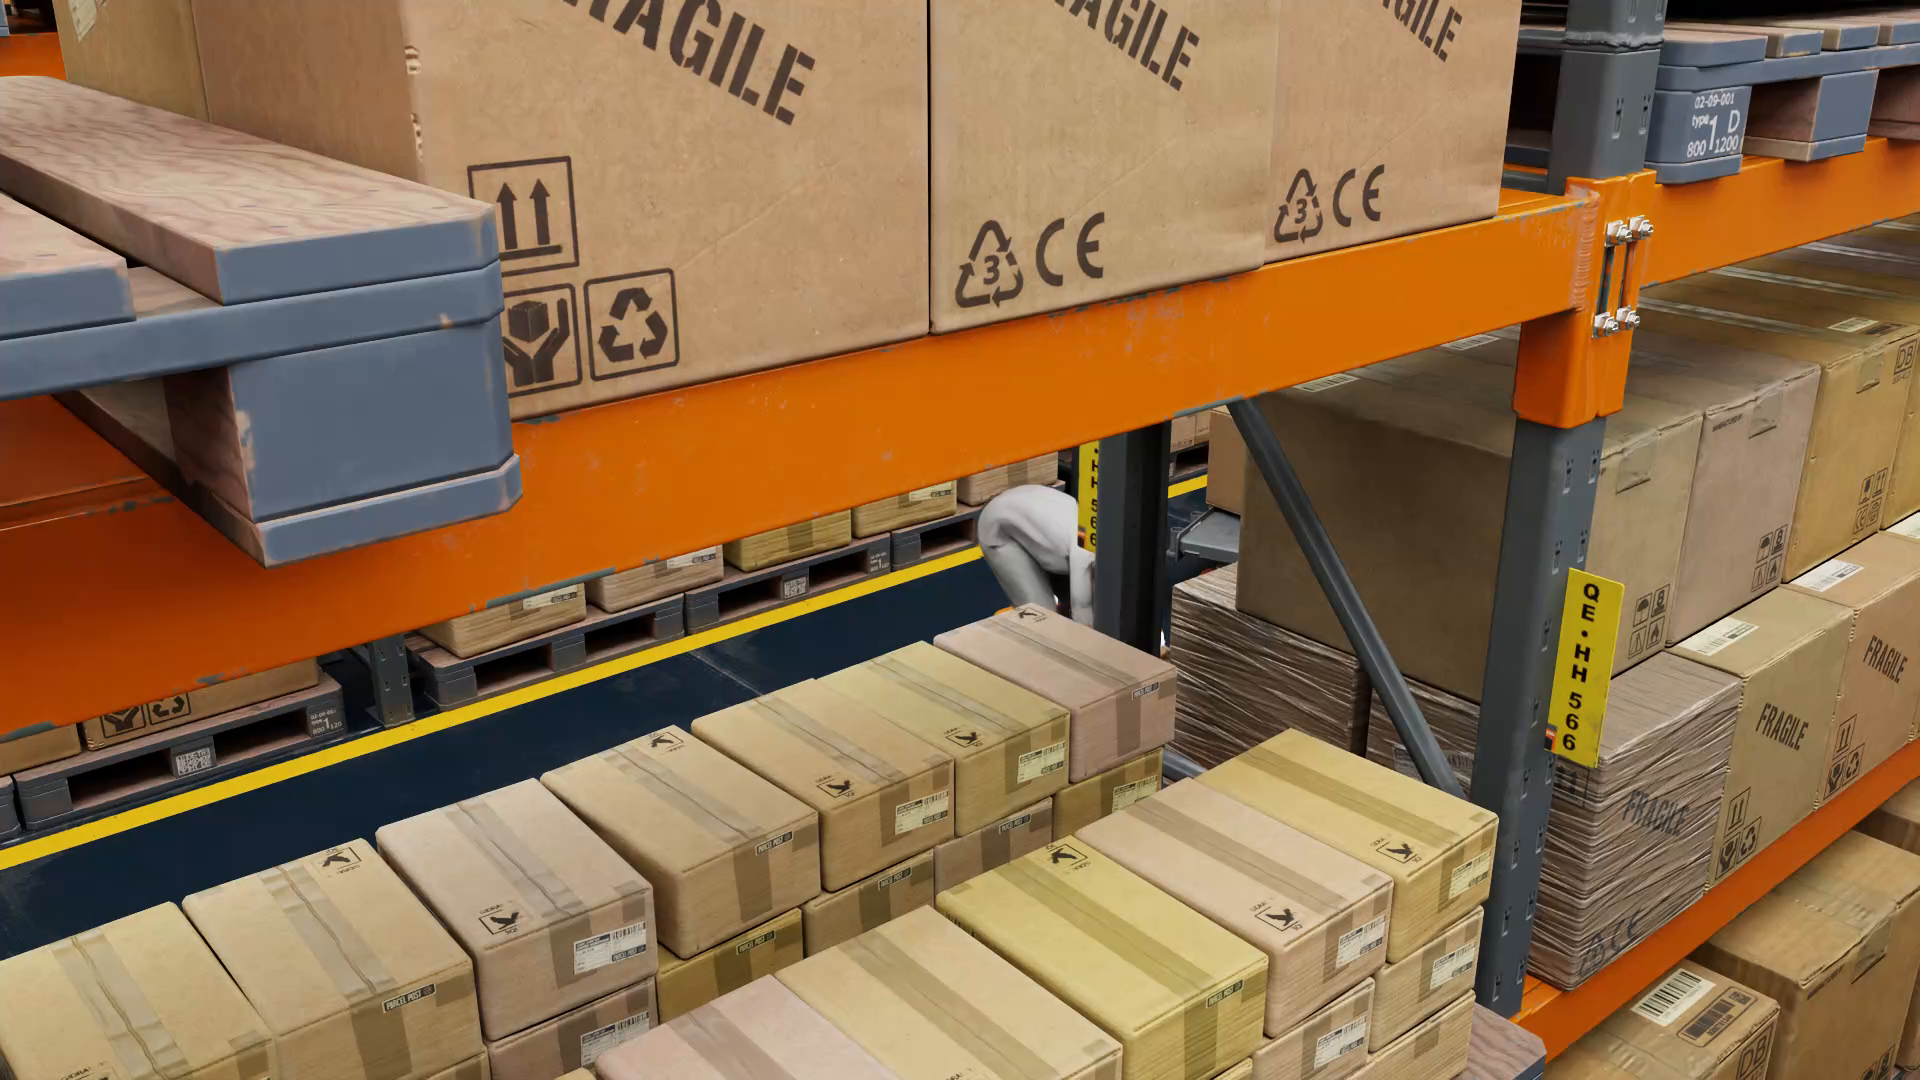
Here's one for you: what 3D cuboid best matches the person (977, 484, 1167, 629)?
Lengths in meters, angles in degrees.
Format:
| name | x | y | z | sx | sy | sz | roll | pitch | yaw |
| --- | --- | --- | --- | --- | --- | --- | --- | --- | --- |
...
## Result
| name | x | y | z | sx | sy | sz | roll | pitch | yaw |
| --- | --- | --- | --- | --- | --- | --- | --- | --- | --- |
| person | 0.468 | 0.293 | 6.799 | 0.860 | 0.972 | 0.448 | 15 | 26 | 35 |
